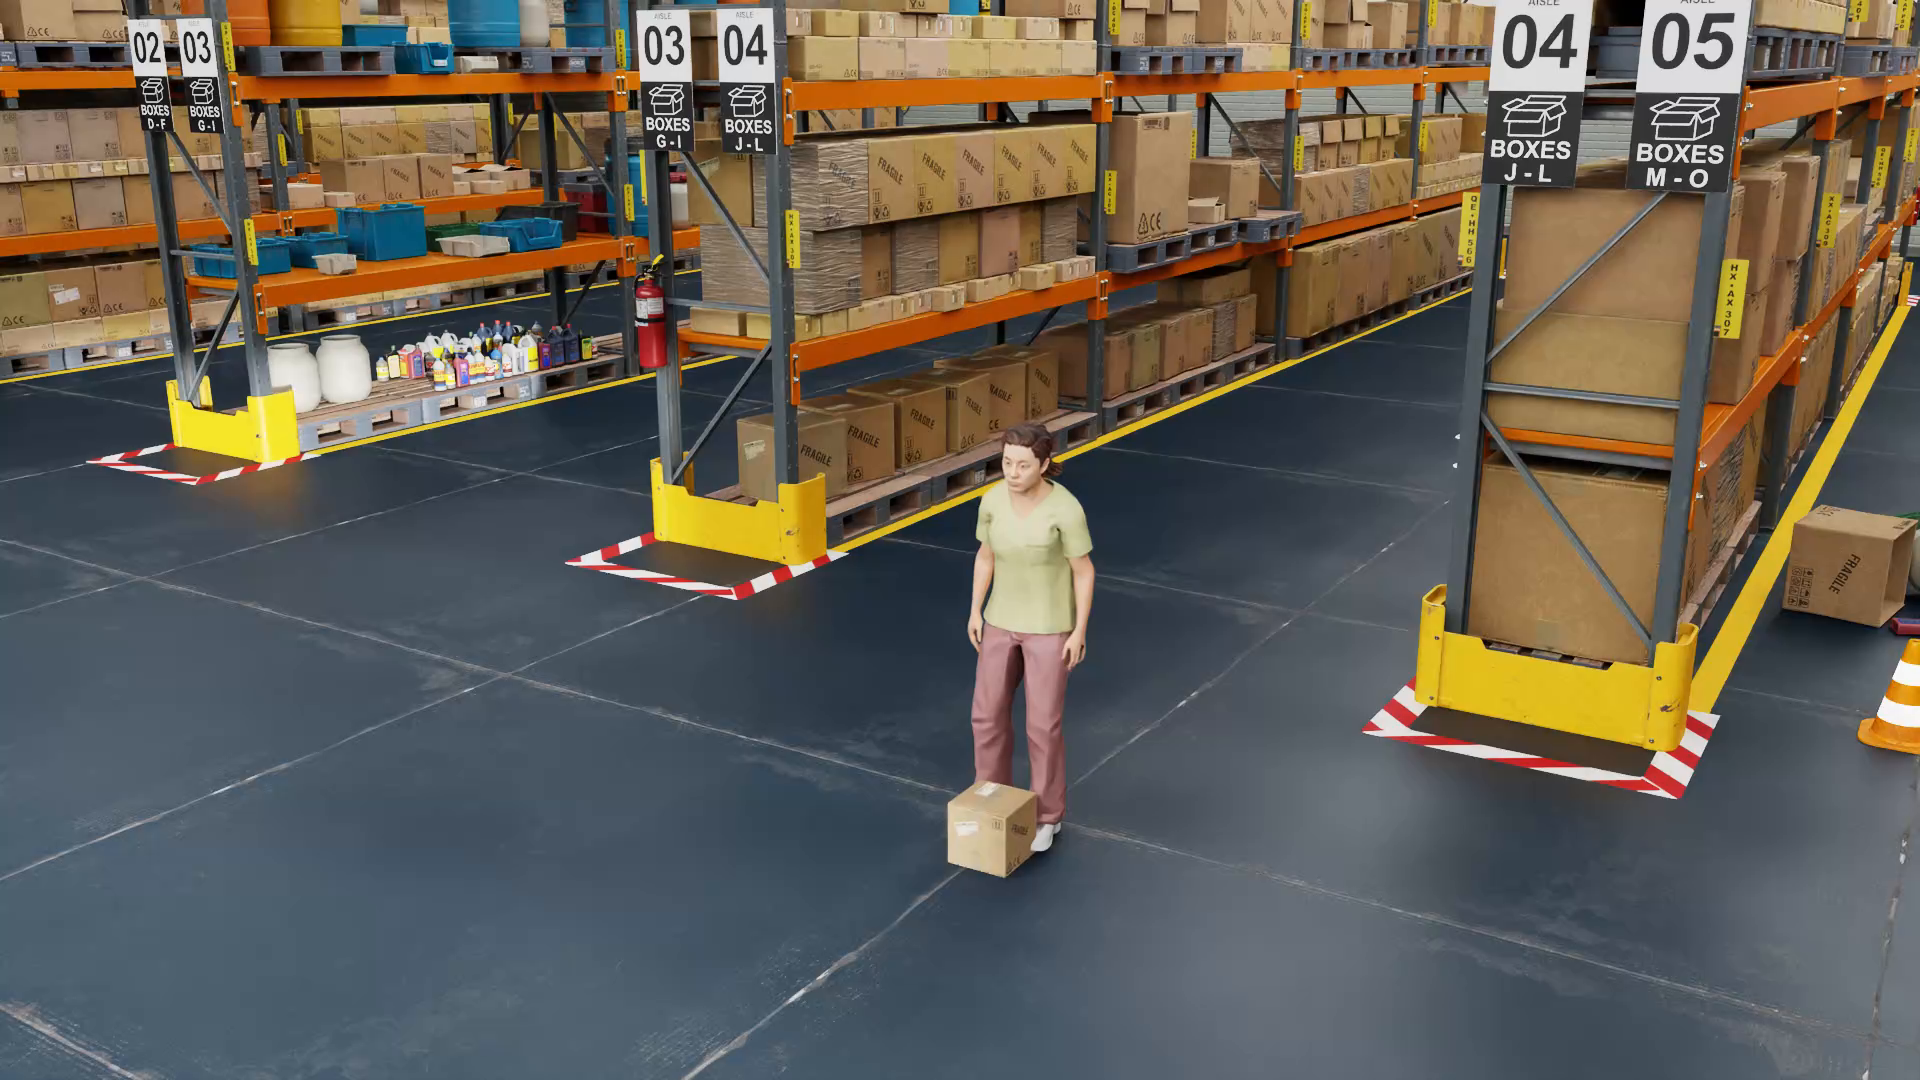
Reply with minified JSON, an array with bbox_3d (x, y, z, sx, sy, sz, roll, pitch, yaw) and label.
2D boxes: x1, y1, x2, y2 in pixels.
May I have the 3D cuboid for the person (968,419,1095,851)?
[{"bbox_3d":[0.248,0.351,6.335,0.502,1.671,0.361,9,18,28],"label":"person"}]
